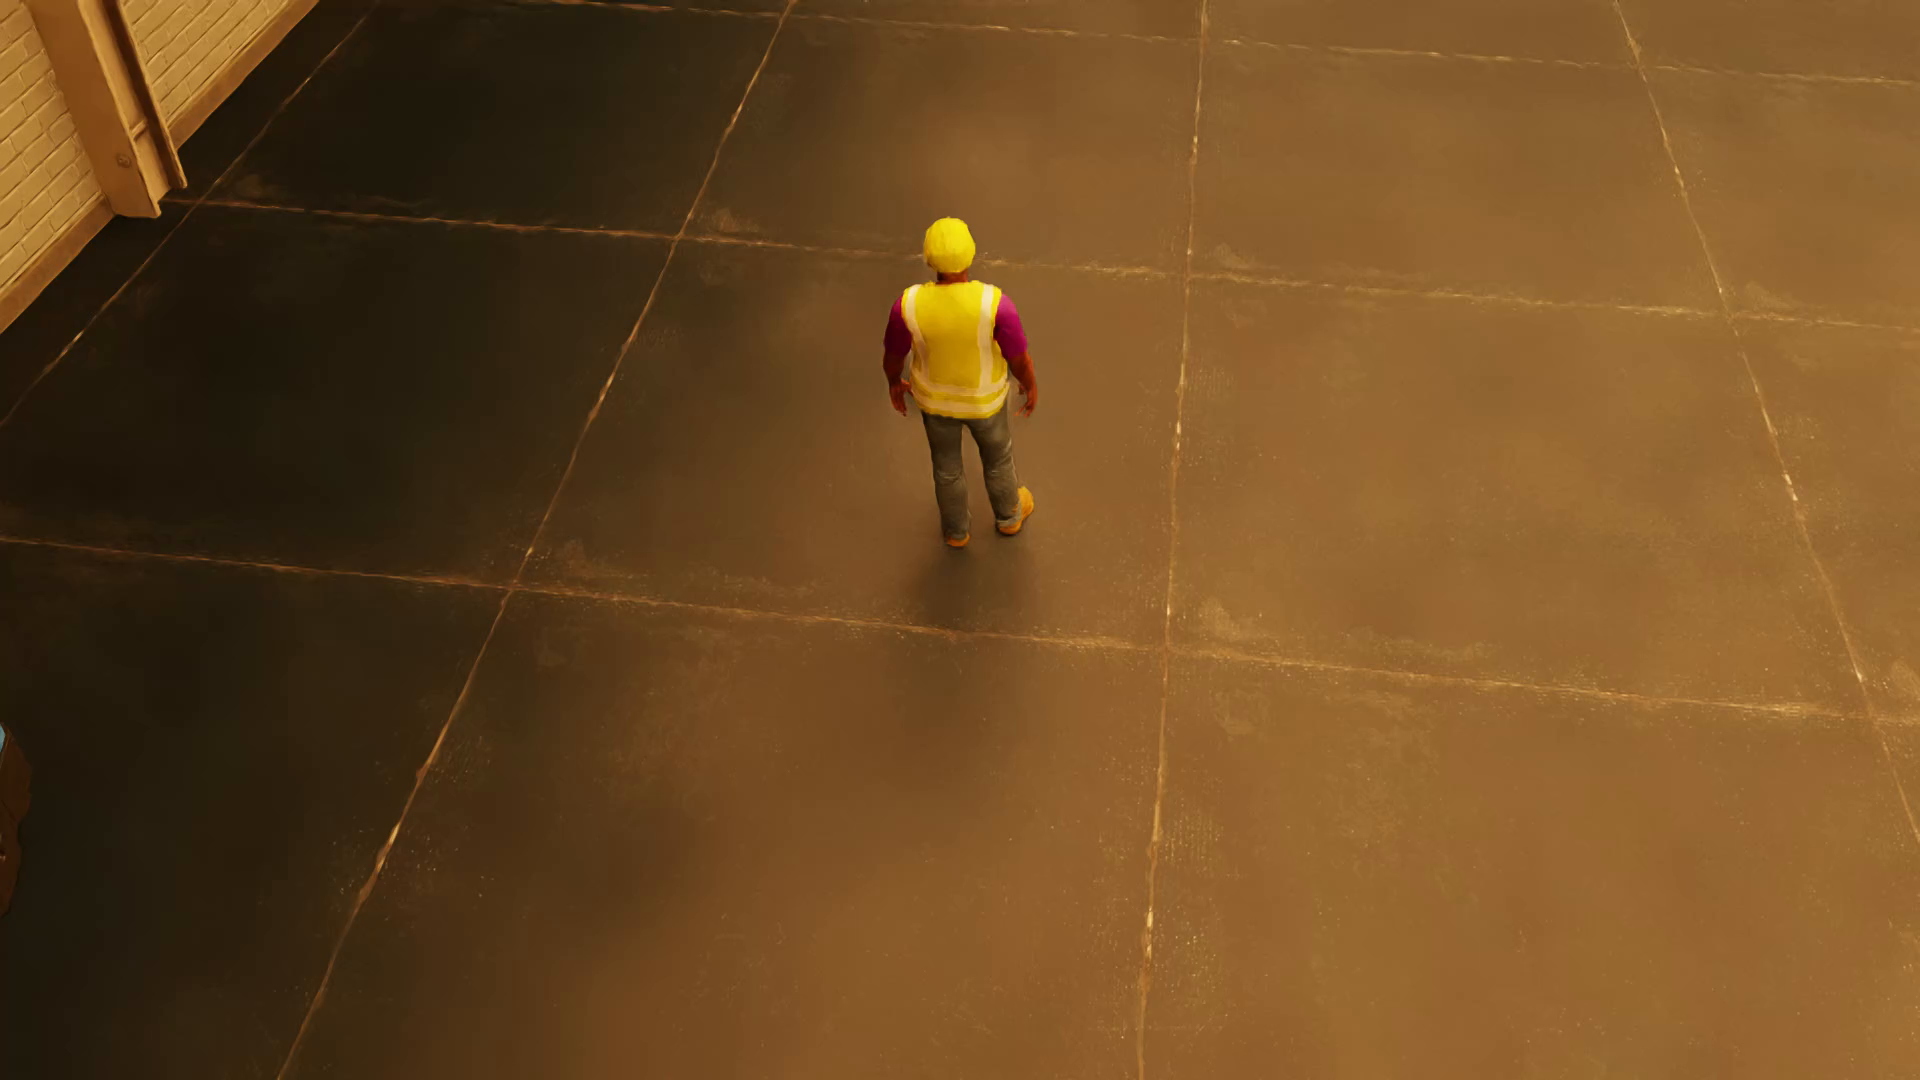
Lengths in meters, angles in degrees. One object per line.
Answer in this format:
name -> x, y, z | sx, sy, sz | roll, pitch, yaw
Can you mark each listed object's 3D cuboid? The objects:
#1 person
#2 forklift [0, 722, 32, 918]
person -> 0.014, -0.702, 7.339 | 0.665, 1.766, 0.576 | 5, 43, 6
forklift -> -3.977, 0.935, 4.707 | 1.130, 2.935, 3.031 | -8, 43, -9
